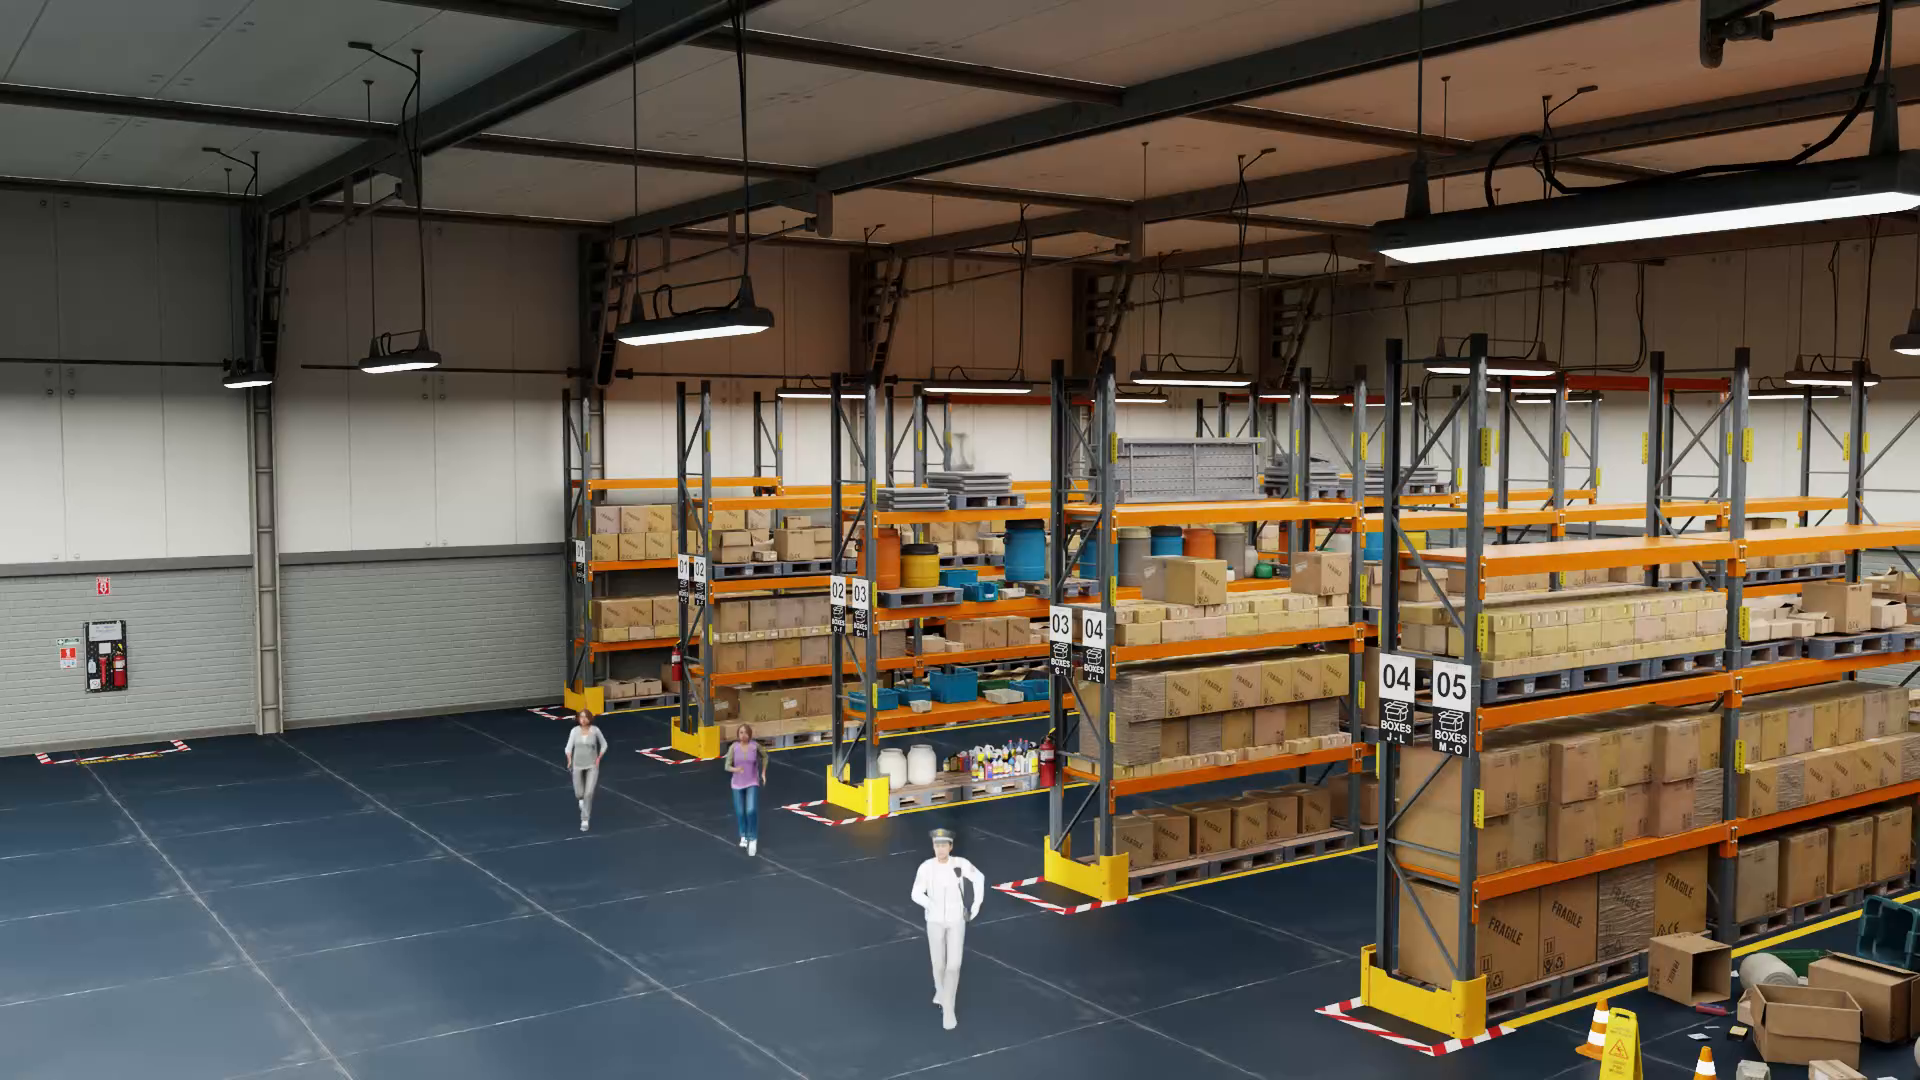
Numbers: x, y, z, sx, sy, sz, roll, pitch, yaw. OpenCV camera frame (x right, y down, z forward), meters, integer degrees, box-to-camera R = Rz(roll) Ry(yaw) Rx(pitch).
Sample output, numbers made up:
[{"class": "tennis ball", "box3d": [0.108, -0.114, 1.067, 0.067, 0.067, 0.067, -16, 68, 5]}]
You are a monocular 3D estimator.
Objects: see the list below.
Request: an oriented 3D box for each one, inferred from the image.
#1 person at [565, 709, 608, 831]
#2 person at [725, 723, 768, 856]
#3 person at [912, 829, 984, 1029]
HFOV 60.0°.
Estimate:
[{"class": "person", "box3d": [-4.914, 2.995, 21.885, 0.545, 1.564, 0.617, 0, 4, -7]}, {"class": "person", "box3d": [-2.626, 3.054, 20.417, 0.507, 1.621, 0.682, 0, 4, 0]}, {"class": "person", "box3d": [-0.122, 3.400, 14.711, 0.601, 1.720, 0.733, 0, 4, 6]}]
